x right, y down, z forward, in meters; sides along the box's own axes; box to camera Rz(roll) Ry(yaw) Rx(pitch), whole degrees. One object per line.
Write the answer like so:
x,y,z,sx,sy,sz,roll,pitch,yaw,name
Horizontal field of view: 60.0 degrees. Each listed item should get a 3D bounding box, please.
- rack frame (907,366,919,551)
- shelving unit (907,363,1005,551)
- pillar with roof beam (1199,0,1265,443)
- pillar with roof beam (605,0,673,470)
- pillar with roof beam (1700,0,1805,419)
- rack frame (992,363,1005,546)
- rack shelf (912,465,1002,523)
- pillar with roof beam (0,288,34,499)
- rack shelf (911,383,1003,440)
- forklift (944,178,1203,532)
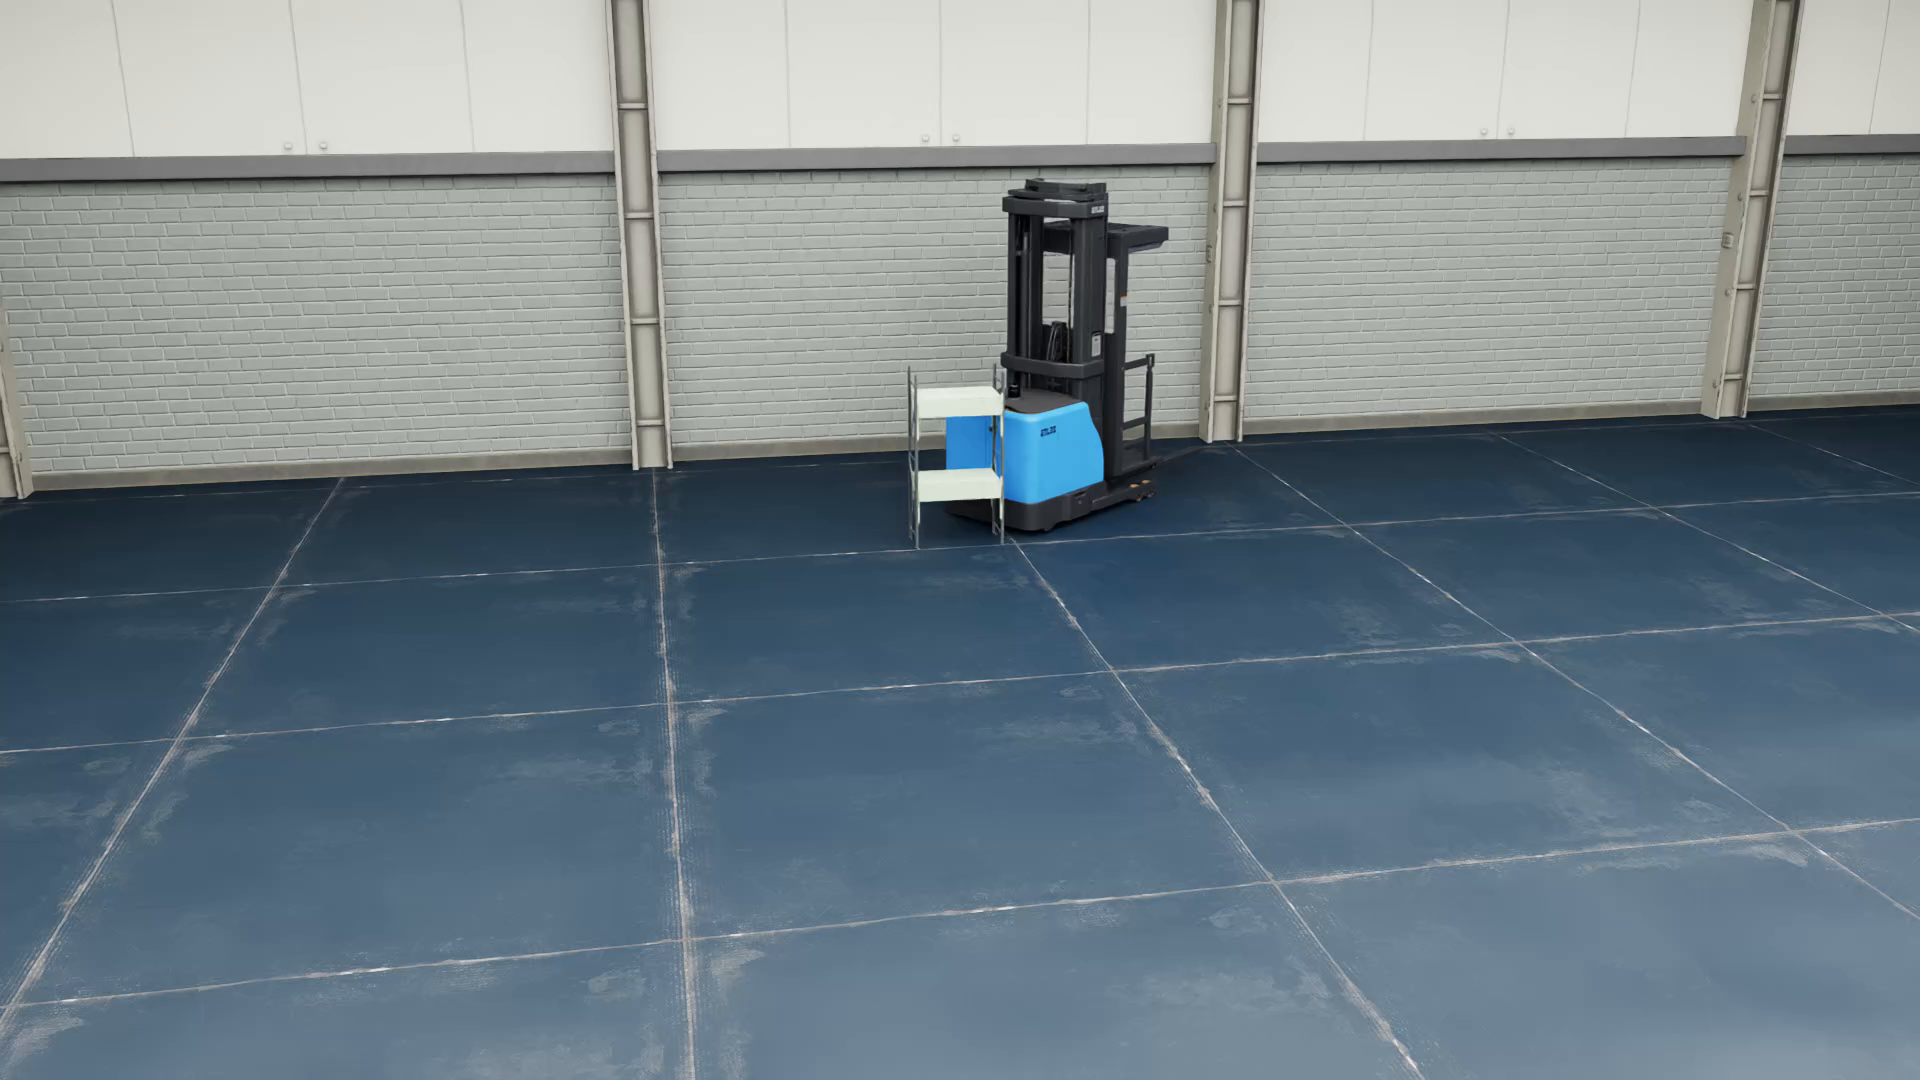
-0.394,-0.686,13.991,0.023,1.500,0.400,-3,17,-10,rack frame
-0.034,-0.705,14.054,0.755,1.500,0.431,-3,17,-10,shelving unit
3.610,-4.149,12.495,0.400,9.000,9.100,-3,17,-10,pillar with roof beam
-2.281,-3.815,11.406,0.400,9.000,9.100,-3,17,-10,pillar with roof beam
9.501,-4.484,13.583,0.400,9.000,9.100,-3,17,-10,pillar with roof beam
0.326,-0.724,14.116,0.023,1.500,0.400,-3,17,-10,rack frame
-0.034,-0.394,14.149,0.720,0.370,0.431,-3,17,-10,rack shelf
-8.172,-3.481,10.318,0.400,9.000,9.100,-3,17,-10,pillar with roof beam
-0.034,-1.078,13.939,0.720,0.370,0.431,-3,17,-10,rack shelf
1.193,-1.837,15.302,1.130,2.935,3.031,14,22,38,forklift
